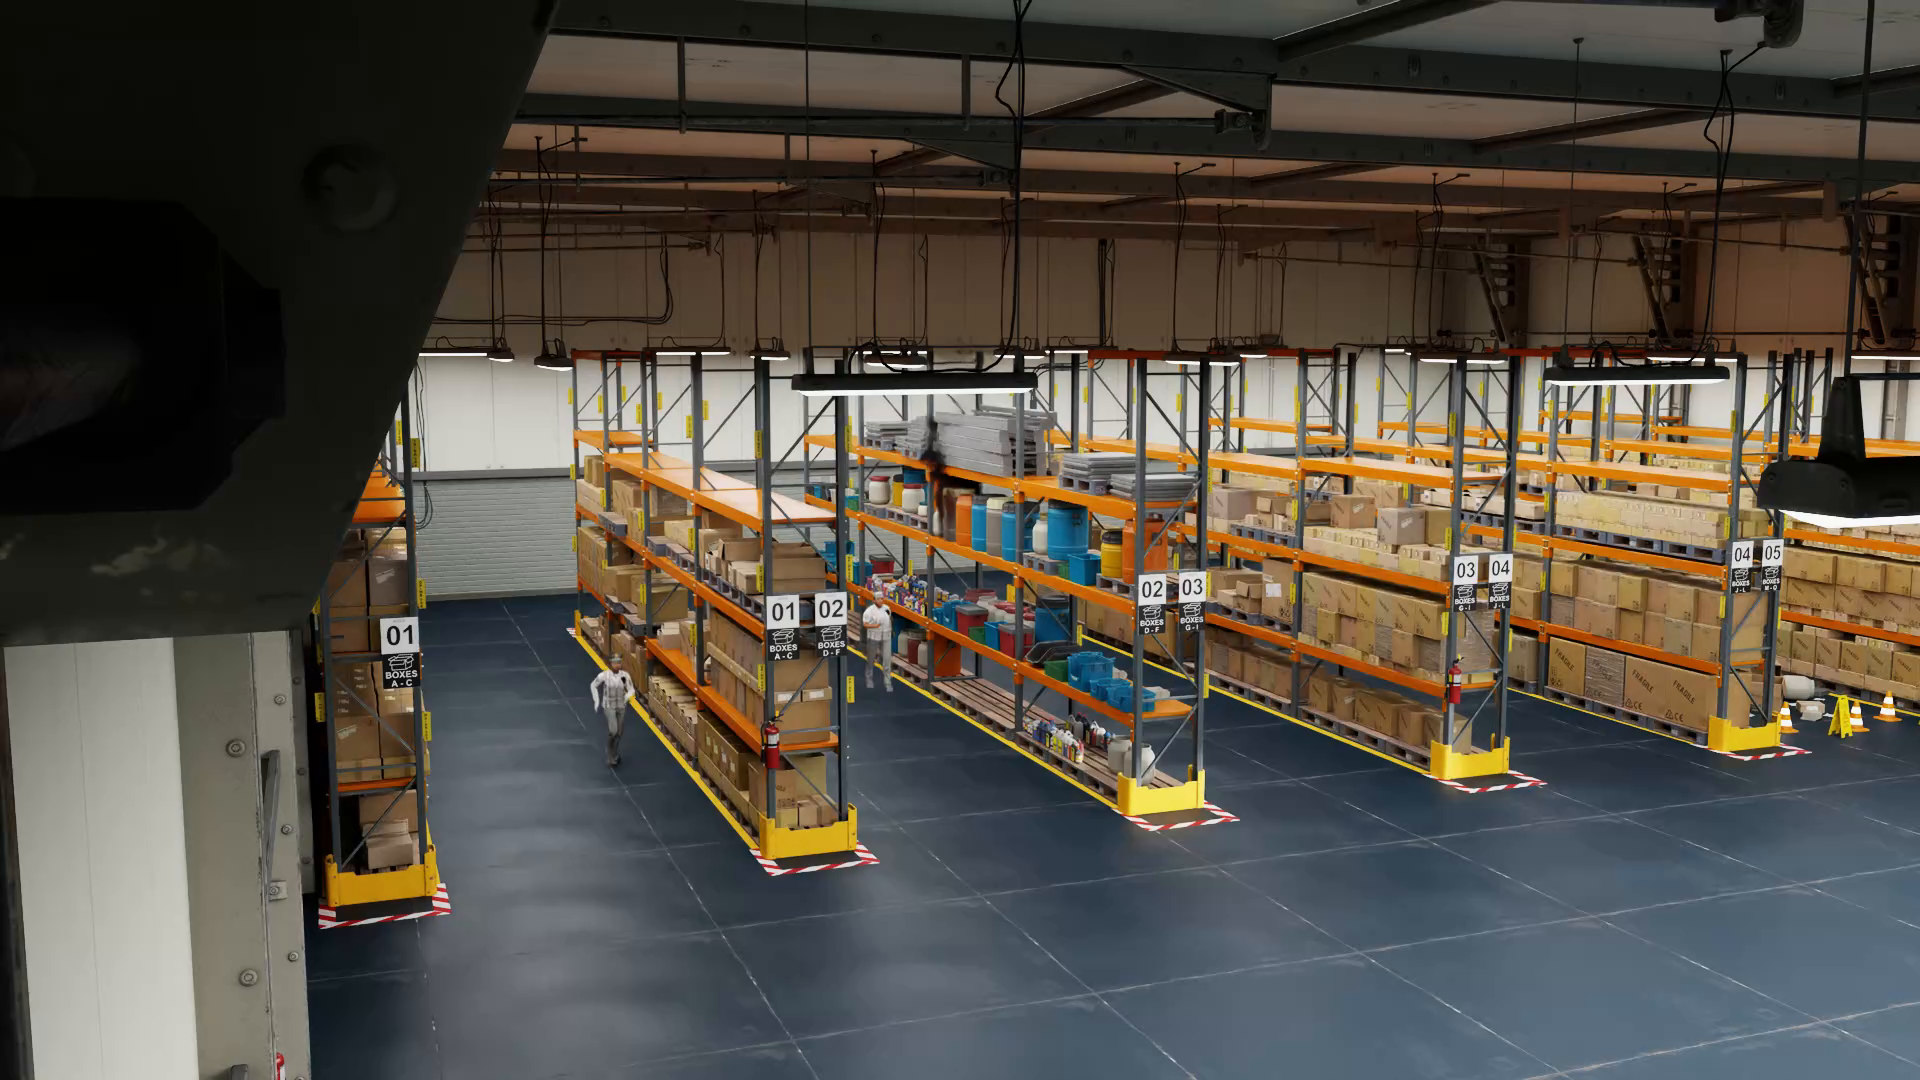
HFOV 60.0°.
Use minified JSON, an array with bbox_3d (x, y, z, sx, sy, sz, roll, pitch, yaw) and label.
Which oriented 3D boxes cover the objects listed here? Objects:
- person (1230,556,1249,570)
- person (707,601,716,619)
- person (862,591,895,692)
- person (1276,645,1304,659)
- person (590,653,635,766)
[{"bbox_3d":[7.057,0.324,41.832,0.550,1.663,0.658,-2,7,-17],"label":"person"},{"bbox_3d":[-5.226,1.239,34.404,0.588,1.687,0.642,-4,8,-28],"label":"person"},{"bbox_3d":[-1.367,1.716,28.209,0.607,1.709,0.880,-3,8,-19],"label":"person"},{"bbox_3d":[6.332,1.571,31.462,0.688,1.769,0.826,-4,8,-27],"label":"person"},{"bbox_3d":[-5.052,2.477,24.361,0.579,1.674,0.737,-4,8,-29],"label":"person"}]
